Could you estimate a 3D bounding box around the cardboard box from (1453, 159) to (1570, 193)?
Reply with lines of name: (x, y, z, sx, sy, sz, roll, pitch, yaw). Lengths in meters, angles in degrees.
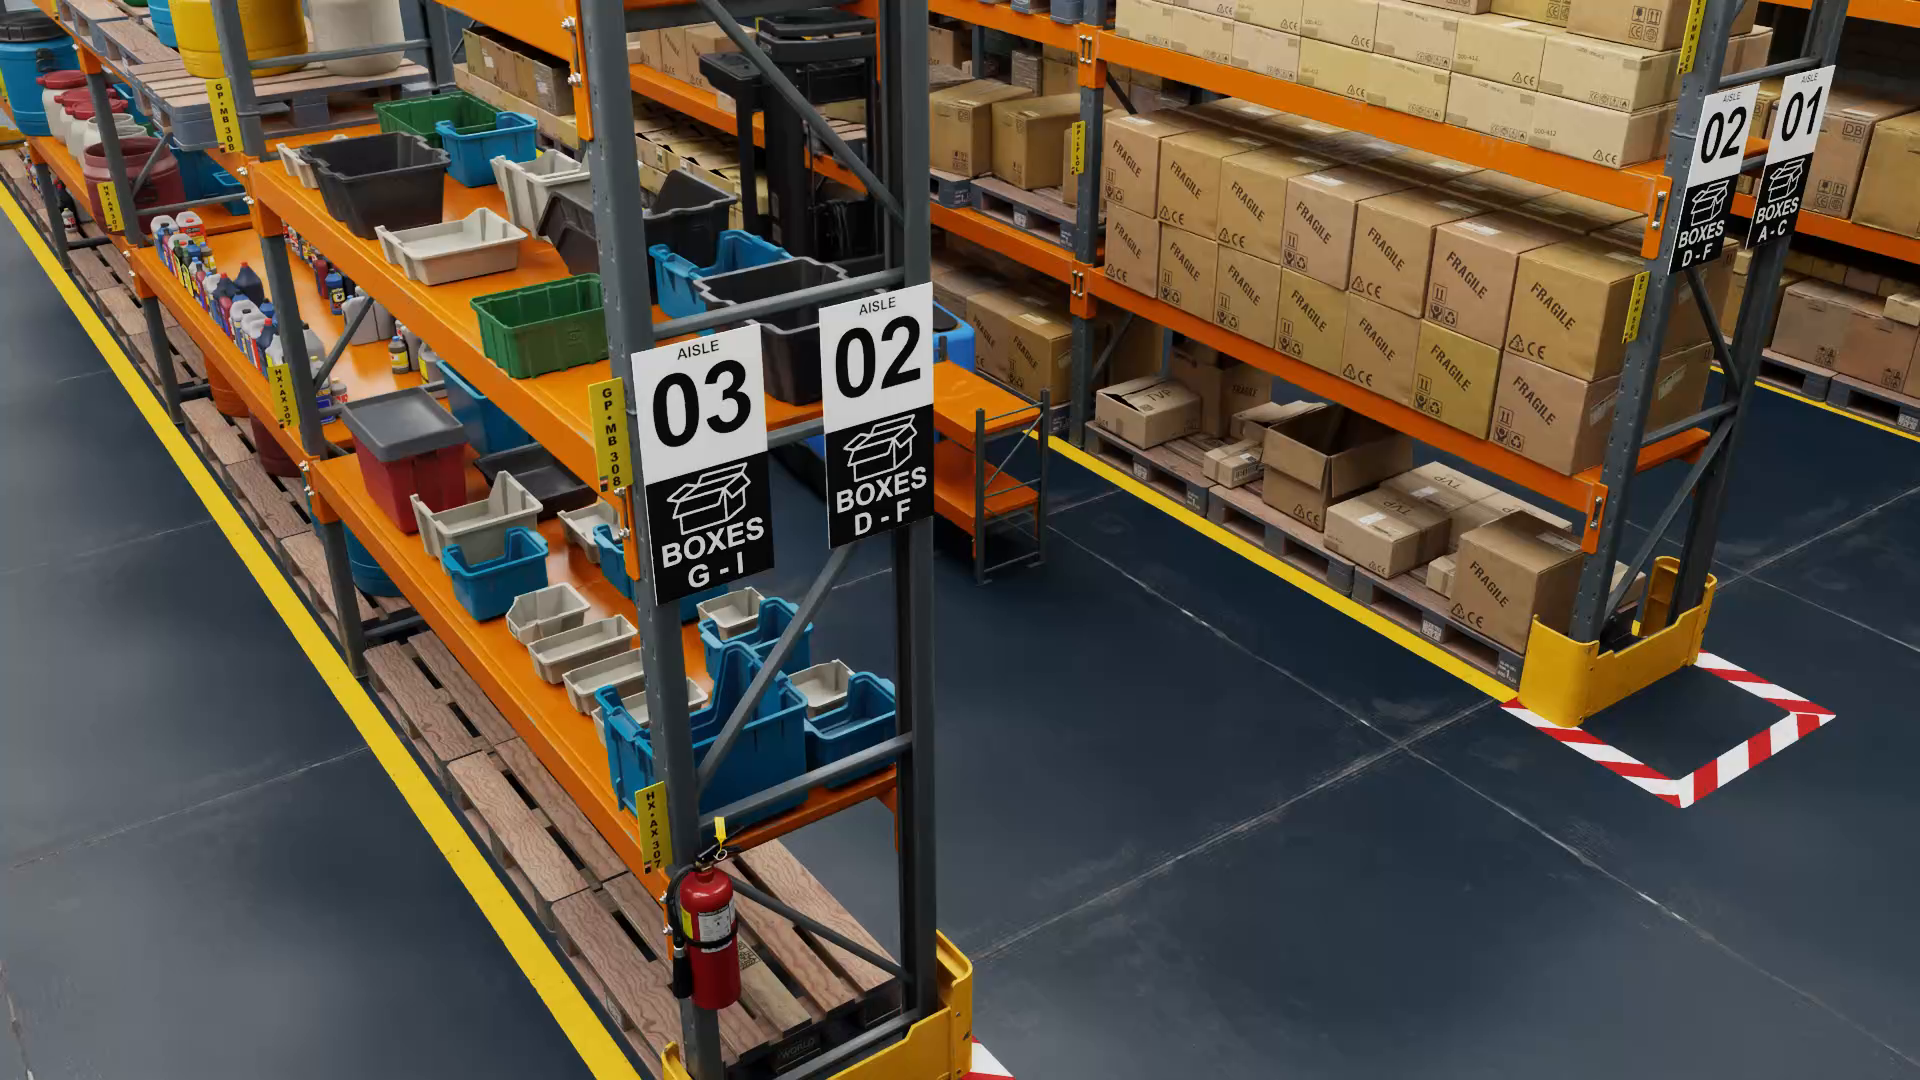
cardboard box: (4.739, -2.929, 14.313, 0.750, 0.750, 0.750, -18, 33, -30)

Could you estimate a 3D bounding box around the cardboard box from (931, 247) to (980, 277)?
cardboard box: (-0.198, -1.894, 12.753, 0.500, 0.500, 0.500, -20, 34, -32)

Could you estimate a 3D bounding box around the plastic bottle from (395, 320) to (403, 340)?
plastic bottle: (-3.176, -1.199, 9.523, 0.097, 0.201, 0.097, 0, 29, 0)

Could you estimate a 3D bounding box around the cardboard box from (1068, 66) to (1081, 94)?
cardboard box: (1.626, -5.000, 18.471, 0.700, 0.500, 0.500, -18, 33, -30)

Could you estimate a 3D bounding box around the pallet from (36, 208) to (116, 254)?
pallet: (-7.844, -2.888, 15.346, 1.003, 0.211, 1.213, -19, 34, -31)

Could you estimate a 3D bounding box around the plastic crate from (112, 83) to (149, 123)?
plastic crate: (-6.595, -3.491, 13.551, 0.392, 0.384, 0.575, -19, 34, -31)

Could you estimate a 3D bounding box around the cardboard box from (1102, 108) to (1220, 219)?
cardboard box: (1.233, -2.322, 10.231, 0.500, 0.500, 0.500, -18, 33, -29)

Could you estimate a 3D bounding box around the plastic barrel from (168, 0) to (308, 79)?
plastic barrel: (-3.543, -2.614, 8.140, 0.600, 0.588, 0.600, 0, 29, 0)

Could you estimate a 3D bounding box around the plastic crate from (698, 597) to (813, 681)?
plastic crate: (-0.784, 0.429, 6.430, 0.416, 0.233, 0.300, -19, 34, -31)

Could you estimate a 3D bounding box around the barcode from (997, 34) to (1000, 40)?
barcode: (0.464, -6.095, 20.152, 0.001, 0.075, 0.075, -19, 34, -31)

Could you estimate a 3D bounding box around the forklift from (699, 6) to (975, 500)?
forklift: (-1.025, -2.189, 11.209, 1.130, 2.935, 3.031, -14, 32, -24)

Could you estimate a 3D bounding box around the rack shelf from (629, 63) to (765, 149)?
rack shelf: (-2.291, -4.116, 15.440, 1.077, 0.370, 4.000, -19, 34, -31)

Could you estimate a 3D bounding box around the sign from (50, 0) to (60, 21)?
sign: (-5.612, -3.402, 10.338, 0.100, 0.325, 0.005, -19, 34, -31)

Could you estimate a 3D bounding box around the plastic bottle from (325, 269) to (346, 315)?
plastic bottle: (-3.753, -1.498, 9.999, 0.097, 0.271, 0.097, 0, 29, 0)

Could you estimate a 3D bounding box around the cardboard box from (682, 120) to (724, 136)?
cardboard box: (-2.388, -3.959, 16.251, 0.500, 0.311, 0.500, -19, 34, -31)

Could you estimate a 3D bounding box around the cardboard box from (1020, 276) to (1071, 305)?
cardboard box: (0.789, -1.655, 12.312, 0.500, 0.500, 0.500, -18, 33, -30)

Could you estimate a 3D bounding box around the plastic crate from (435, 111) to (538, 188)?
plastic crate: (-2.060, -1.709, 7.287, 0.416, 0.233, 0.300, -19, 34, -31)

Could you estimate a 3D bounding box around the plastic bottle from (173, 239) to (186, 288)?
plastic bottle: (-4.871, -1.732, 10.418, 0.061, 0.283, 0.133, -19, 34, -31)

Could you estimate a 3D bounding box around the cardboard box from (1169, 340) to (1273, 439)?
cardboard box: (1.751, -1.052, 11.202, 0.500, 0.500, 0.500, -19, 34, -31)

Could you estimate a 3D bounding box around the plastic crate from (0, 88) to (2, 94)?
plastic crate: (-8.351, -4.130, 14.867, 0.499, 0.251, 0.616, -19, 34, -31)

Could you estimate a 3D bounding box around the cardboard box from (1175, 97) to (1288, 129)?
cardboard box: (1.693, -2.458, 10.481, 0.500, 0.500, 0.500, -19, 34, -30)

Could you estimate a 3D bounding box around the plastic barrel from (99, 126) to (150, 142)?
plastic barrel: (-5.939, -2.675, 11.916, 0.421, 0.512, 0.421, 0, 29, 0)

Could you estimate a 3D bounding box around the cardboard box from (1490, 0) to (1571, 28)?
cardboard box: (2.977, -2.759, 7.893, 0.700, 0.500, 0.500, -19, 34, -31)

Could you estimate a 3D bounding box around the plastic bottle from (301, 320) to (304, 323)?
plastic bottle: (-3.637, -1.087, 9.160, 0.144, 0.351, 0.185, -19, 34, -31)

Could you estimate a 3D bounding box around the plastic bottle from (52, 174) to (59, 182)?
plastic bottle: (-8.486, -3.272, 15.524, 0.152, 0.276, 0.135, -18, 33, -30)

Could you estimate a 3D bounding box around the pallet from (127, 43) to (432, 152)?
pallet: (-3.382, -2.243, 8.292, 1.213, 0.211, 1.003, -19, 34, -31)

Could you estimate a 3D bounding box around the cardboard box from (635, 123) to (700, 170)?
cardboard box: (-2.827, -3.806, 15.969, 0.500, 0.311, 0.500, -20, 34, -32)

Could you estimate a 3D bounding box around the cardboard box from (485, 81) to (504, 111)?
cardboard box: (-5.059, -5.083, 18.908, 0.500, 0.250, 0.500, -19, 34, -31)

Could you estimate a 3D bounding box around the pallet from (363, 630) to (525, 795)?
pallet: (-2.390, 0.770, 8.610, 1.003, 0.211, 1.213, -19, 34, -31)

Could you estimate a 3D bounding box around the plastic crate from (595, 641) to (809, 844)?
plastic crate: (-0.874, 0.704, 5.710, 0.616, 0.435, 0.499, -19, 34, -31)

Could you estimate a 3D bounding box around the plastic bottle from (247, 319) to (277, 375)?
plastic bottle: (-3.844, -1.078, 9.221, 0.152, 0.276, 0.135, -19, 34, -31)

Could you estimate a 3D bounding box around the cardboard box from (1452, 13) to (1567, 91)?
cardboard box: (2.713, -2.340, 7.907, 0.500, 0.250, 0.500, -19, 34, -31)

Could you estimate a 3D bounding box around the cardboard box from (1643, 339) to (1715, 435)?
cardboard box: (3.467, -0.834, 8.539, 0.500, 0.500, 0.500, -18, 33, -30)

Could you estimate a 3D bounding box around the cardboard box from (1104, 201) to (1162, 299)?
cardboard box: (1.263, -1.870, 10.446, 0.500, 0.500, 0.500, -18, 33, -29)

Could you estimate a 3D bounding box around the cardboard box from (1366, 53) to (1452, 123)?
cardboard box: (2.415, -2.312, 8.378, 0.500, 0.250, 0.500, -19, 34, -31)

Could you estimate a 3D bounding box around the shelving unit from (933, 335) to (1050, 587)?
shelving unit: (0.004, -0.492, 9.977, 0.538, 1.125, 1.048, -19, 34, -31)

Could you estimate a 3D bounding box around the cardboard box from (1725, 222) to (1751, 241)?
cardboard box: (6.111, -2.330, 12.896, 0.380, 0.149, 0.250, -20, 34, -32)

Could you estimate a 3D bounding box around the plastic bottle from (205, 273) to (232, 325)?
plastic bottle: (-4.376, -1.434, 9.877, 0.152, 0.276, 0.135, -19, 34, -31)

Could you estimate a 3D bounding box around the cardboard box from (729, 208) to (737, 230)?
cardboard box: (-1.937, -2.968, 15.012, 0.500, 0.250, 0.500, -19, 34, -31)

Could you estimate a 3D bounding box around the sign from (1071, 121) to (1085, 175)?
sign: (0.739, -2.454, 10.412, 0.100, 0.325, 0.005, -19, 34, -31)

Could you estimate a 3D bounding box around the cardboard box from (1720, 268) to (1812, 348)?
cardboard box: (6.157, -1.843, 12.680, 0.700, 0.500, 0.500, -18, 33, -30)

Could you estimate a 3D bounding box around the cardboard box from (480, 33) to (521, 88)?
cardboard box: (-5.049, -5.416, 18.735, 0.500, 0.500, 0.500, -19, 34, -31)

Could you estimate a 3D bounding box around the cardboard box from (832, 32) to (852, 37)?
cardboard box: (-1.410, -6.856, 22.087, 0.500, 0.311, 0.500, -23, 36, -36)

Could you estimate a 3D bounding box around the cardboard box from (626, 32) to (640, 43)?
cardboard box: (-3.130, -4.965, 16.406, 0.500, 0.250, 0.500, -16, 33, -28)

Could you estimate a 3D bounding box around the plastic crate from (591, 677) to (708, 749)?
plastic crate: (-1.148, 0.647, 6.128, 0.396, 0.136, 0.243, -19, 34, -31)

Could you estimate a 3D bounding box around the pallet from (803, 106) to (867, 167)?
pallet: (-0.681, -3.327, 13.433, 1.213, 0.211, 1.003, -19, 34, -31)

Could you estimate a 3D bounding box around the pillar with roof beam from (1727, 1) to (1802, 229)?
pillar with roof beam: (2.826, -4.885, 9.815, 9.100, 9.000, 0.400, -19, 34, -31)

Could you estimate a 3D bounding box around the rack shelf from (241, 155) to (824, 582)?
rack shelf: (-1.688, -0.955, 6.476, 1.077, 0.370, 4.000, -19, 34, -31)

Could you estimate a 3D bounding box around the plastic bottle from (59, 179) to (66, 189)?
plastic bottle: (-8.327, -3.249, 15.475, 0.061, 0.283, 0.133, -19, 34, -31)

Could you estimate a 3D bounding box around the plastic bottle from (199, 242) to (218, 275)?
plastic bottle: (-4.821, -1.802, 10.633, 0.097, 0.201, 0.097, 0, 29, 0)

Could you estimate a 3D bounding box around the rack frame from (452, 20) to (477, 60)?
rack frame: (-5.771, -6.765, 19.564, 1.000, 3.000, 0.127, -19, 34, -31)

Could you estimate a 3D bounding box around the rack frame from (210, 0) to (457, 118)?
rack frame: (-2.848, -3.367, 7.020, 1.000, 3.000, 0.127, -19, 34, -31)

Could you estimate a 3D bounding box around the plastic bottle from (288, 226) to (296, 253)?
plastic bottle: (-4.400, -2.019, 11.033, 0.097, 0.201, 0.097, 0, 29, 0)

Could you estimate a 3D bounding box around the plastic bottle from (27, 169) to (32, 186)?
plastic bottle: (-8.951, -3.528, 16.073, 0.097, 0.201, 0.097, 0, 29, 0)
